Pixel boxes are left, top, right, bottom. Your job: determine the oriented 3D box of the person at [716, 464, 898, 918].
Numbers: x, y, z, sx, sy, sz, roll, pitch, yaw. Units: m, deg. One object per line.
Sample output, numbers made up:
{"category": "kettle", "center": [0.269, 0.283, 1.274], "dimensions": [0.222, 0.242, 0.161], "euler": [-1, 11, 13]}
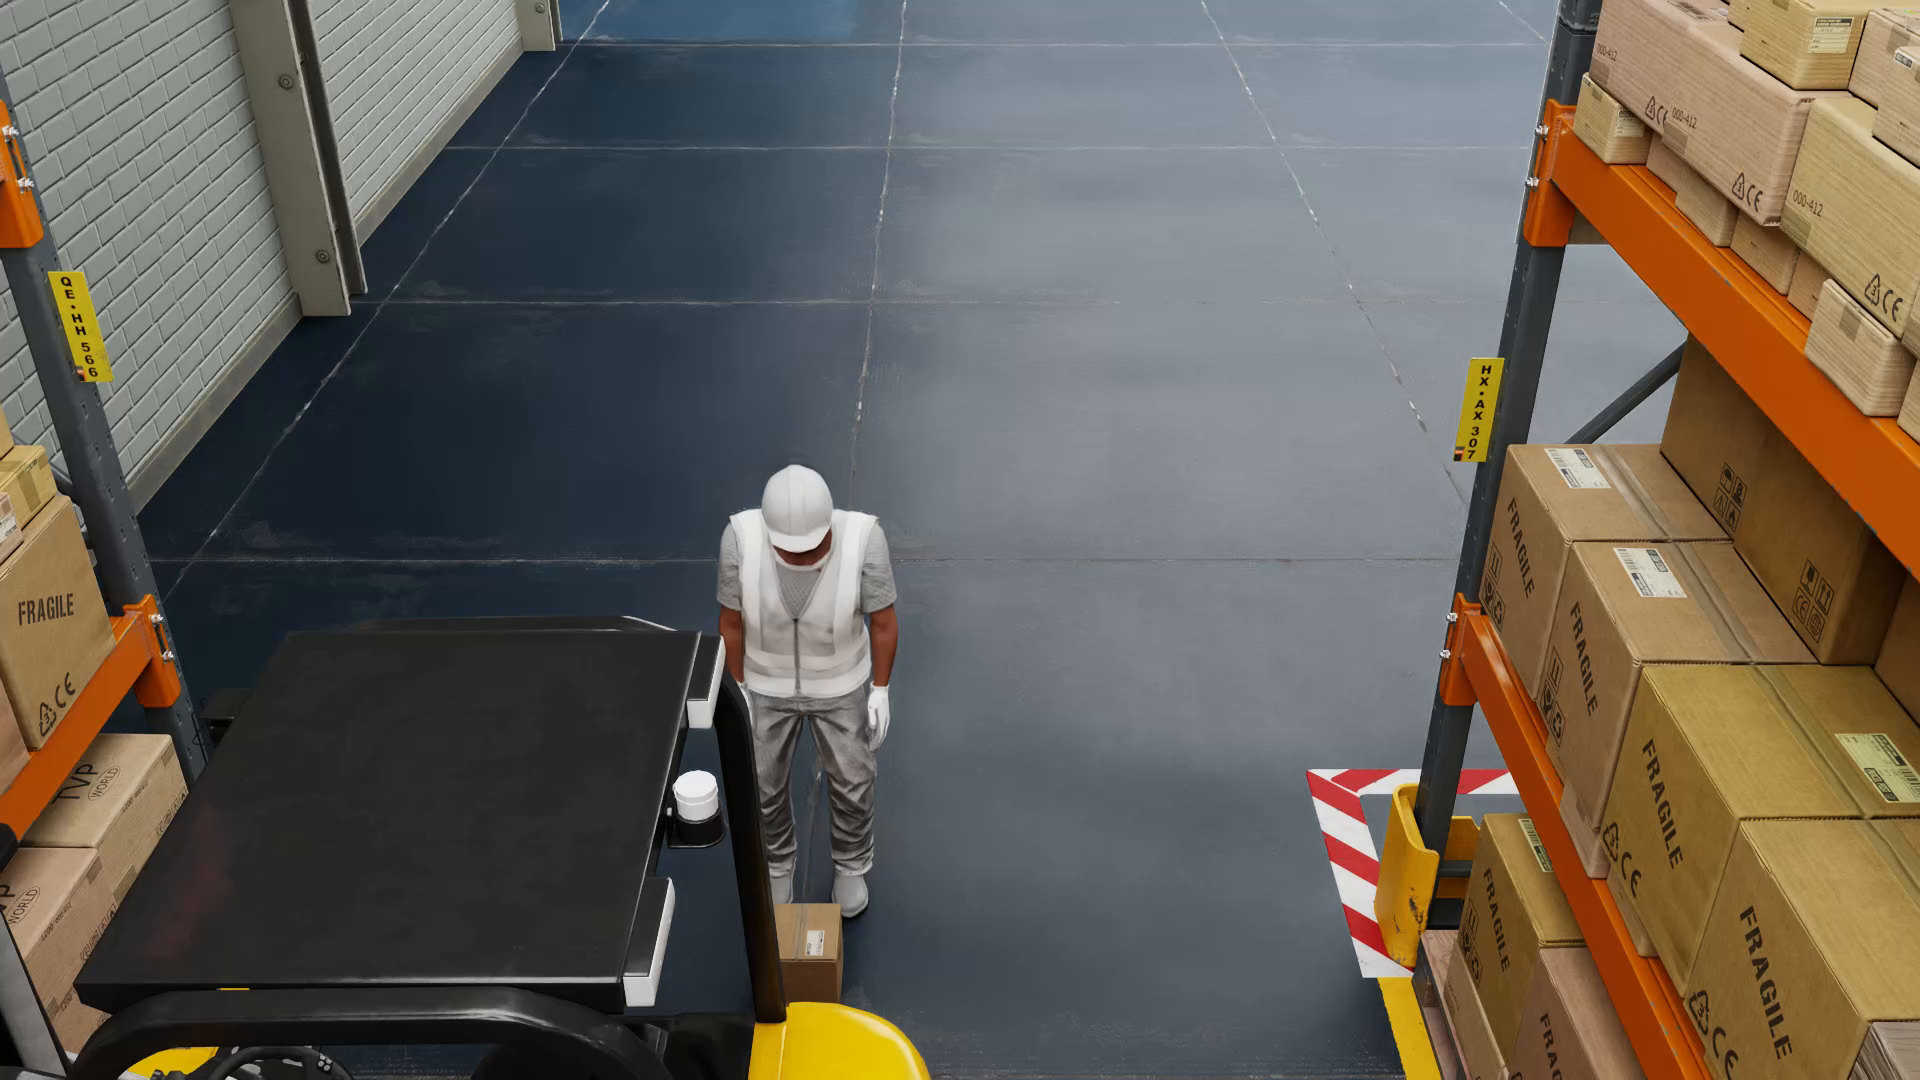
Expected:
{"category": "person", "center": [-0.480, 0.483, 5.371], "dimensions": [0.573, 1.732, 0.458], "euler": [1, 31, 1]}
